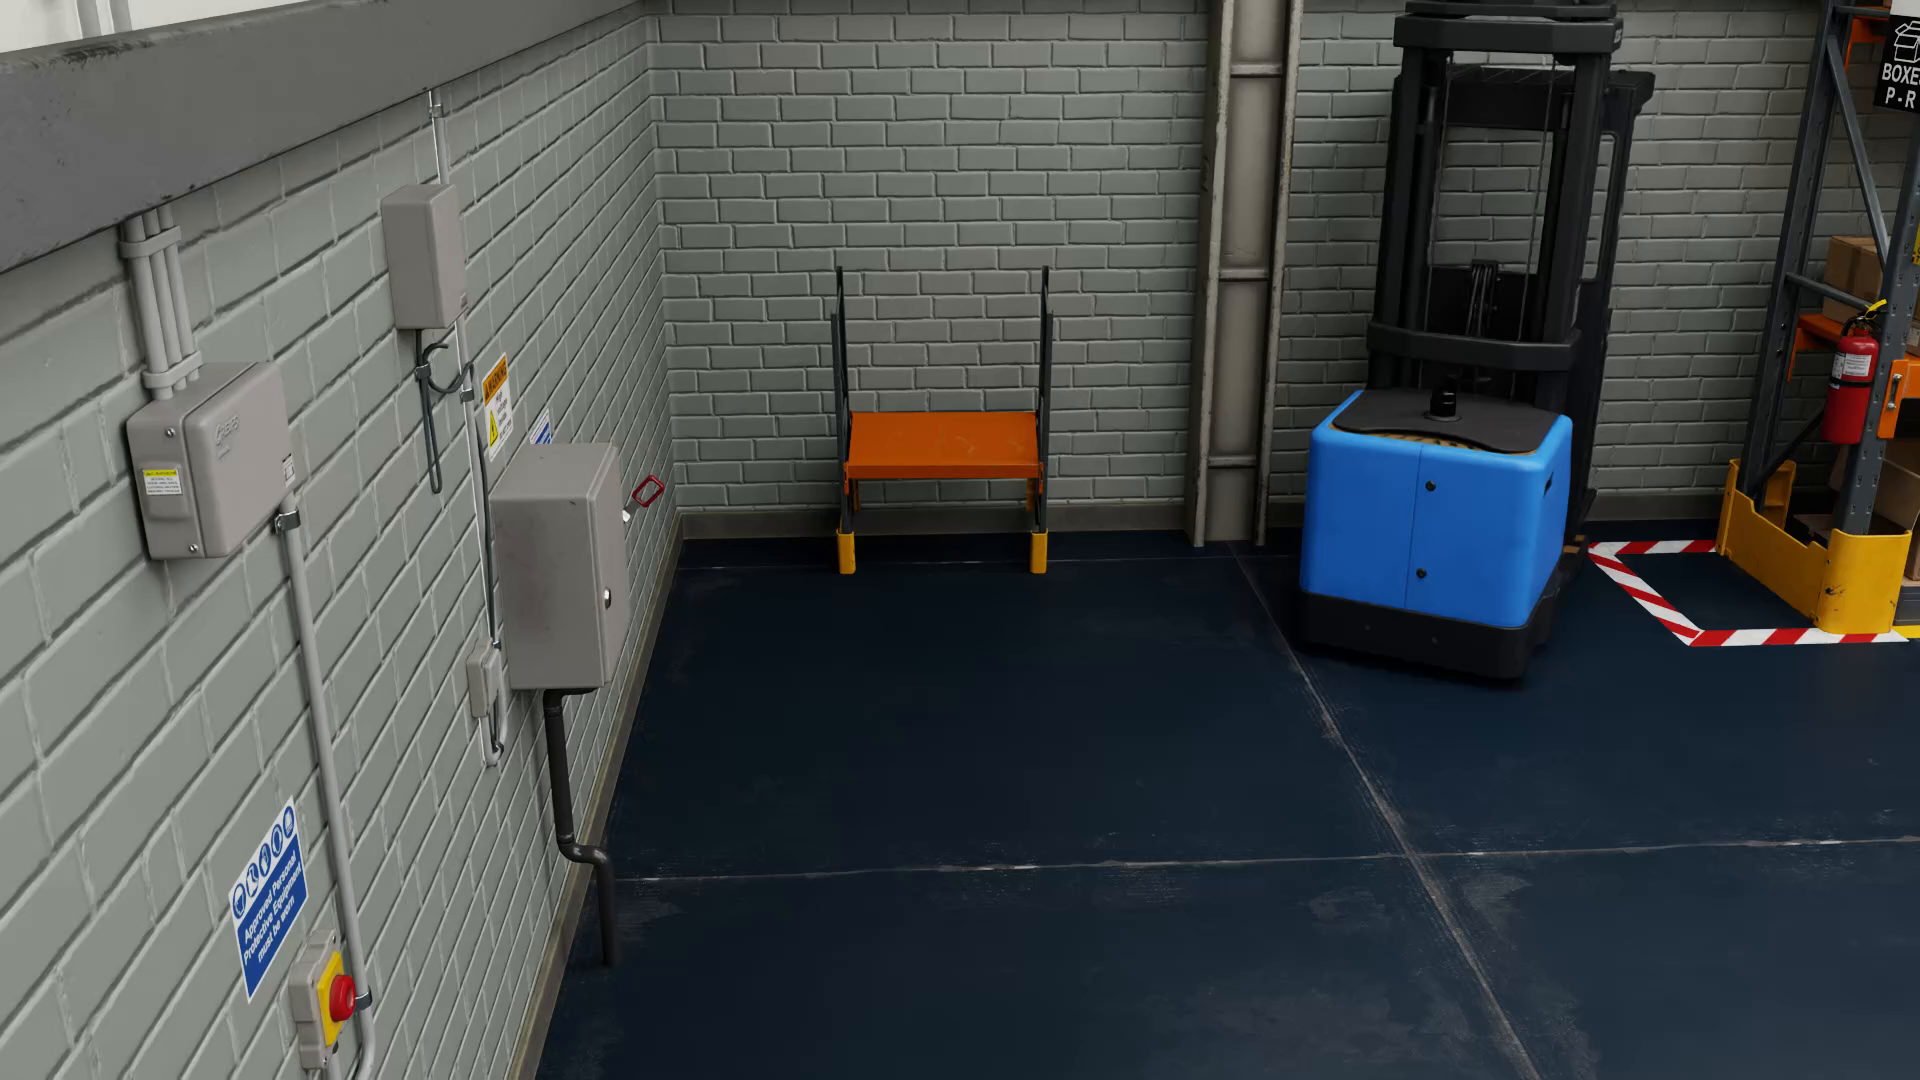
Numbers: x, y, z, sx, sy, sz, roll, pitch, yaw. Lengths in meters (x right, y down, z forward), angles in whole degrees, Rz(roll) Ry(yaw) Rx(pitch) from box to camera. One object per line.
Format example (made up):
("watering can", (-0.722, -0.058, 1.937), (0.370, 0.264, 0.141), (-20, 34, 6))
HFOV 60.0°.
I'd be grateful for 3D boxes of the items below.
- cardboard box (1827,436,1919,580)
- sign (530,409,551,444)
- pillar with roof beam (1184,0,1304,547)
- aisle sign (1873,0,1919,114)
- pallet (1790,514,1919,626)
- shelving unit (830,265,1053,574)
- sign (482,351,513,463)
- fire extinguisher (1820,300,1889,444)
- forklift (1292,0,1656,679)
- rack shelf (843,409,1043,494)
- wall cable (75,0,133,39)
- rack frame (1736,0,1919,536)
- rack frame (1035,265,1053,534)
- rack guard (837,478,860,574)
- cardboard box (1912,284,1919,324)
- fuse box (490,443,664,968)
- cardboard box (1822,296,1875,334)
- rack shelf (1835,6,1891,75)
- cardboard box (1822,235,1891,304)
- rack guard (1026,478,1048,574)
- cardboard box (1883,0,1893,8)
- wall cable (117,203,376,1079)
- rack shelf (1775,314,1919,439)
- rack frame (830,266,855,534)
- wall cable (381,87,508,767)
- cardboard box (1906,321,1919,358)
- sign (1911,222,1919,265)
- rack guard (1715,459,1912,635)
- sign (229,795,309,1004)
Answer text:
("cardboard box", (4.815, -0.167, 8.262), (0.637, 0.503, 0.797), (-2, 21, -5))
("sign", (-1.352, -0.149, 5.429), (0.001, 0.494, 0.329), (-1, 21, -3))
("pillar with roof beam", (1.701, -2.698, 3.561), (0.400, 9.000, 9.100), (-1, 21, -3))
("aisle sign", (4.147, -2.268, 7.208), (0.004, 0.787, 0.394), (-1, 21, -3))
("pallet", (5.071, 0.127, 8.492), (1.213, 0.211, 1.003), (-1, 21, -3))
("shelving unit", (-0.093, -0.603, 8.451), (1.083, 1.500, 0.587), (0, 36, 0))
("sign", (-1.320, -0.384, 4.753), (0.001, 0.242, 0.339), (-1, 21, -3))
("fire extinguisher", (4.078, -0.781, 7.589), (0.183, 0.674, 0.296), (-1, 21, -3))
("forklift", (2.679, -1.242, 8.265), (1.130, 2.935, 3.031), (10, 23, 26))
("rack shelf", (-0.084, -0.458, 8.557), (1.000, 0.185, 0.538), (0, 36, 0))
("wall cable", (-1.177, -1.983, 1.683), (0.029, 3.000, 0.463), (-1, 21, -3))
("rack frame", (4.199, -1.159, 7.948), (0.127, 3.000, 1.000), (-1, 21, -3))
("rack frame", (0.424, -0.604, 8.451), (0.032, 1.500, 0.500), (0, 36, 0))
("rack guard", (-0.590, -0.097, 8.818), (0.087, 0.250, 0.587), (0, 36, 0))
("cardboard box", (4.667, -1.141, 7.695), (0.500, 0.250, 0.500), (-1, 21, -3))
("fuse box", (-1.117, 0.580, 5.192), (0.414, 1.711, 0.539), (-1, 21, -3))
("cardboard box", (4.514, -1.143, 8.261), (0.250, 0.149, 0.380), (-1, 21, -4))
("rack shelf", (6.196, -2.265, 7.649), (4.000, 0.370, 1.077), (-1, 21, -3))
("cardboard box", (4.643, -1.331, 8.194), (0.500, 0.250, 0.500), (-1, 21, -1))
("rack guard", (0.406, -0.099, 8.819), (0.087, 0.250, 0.587), (0, 36, 0))
("cardboard box", (4.505, -2.532, 7.692), (0.250, 0.149, 0.380), (-1, 21, -2))
("wall cable", (-1.142, 0.238, 2.808), (0.123, 1.953, 0.585), (-1, 21, -3))
("rack shelf", (6.196, -0.863, 8.183), (4.000, 0.370, 1.077), (-1, 21, -3))
("rack frame", (-0.593, -0.602, 8.450), (0.032, 1.500, 0.500), (0, 36, 0))
("wall cable", (-1.235, -0.251, 4.136), (0.122, 1.984, 0.588), (-1, 21, -3))
("cardboard box", (4.543, -0.950, 7.754), (0.250, 0.149, 0.380), (-1, 21, -3))
("sign", (4.230, -1.370, 7.288), (0.005, 0.325, 0.100), (-1, 21, -3))
("rack guard", (4.275, 0.008, 8.397), (0.348, 0.500, 1.175), (-1, 21, -3))
("sign", (-1.201, 0.620, 2.898), (0.001, 0.218, 0.327), (-1, 21, -3))
